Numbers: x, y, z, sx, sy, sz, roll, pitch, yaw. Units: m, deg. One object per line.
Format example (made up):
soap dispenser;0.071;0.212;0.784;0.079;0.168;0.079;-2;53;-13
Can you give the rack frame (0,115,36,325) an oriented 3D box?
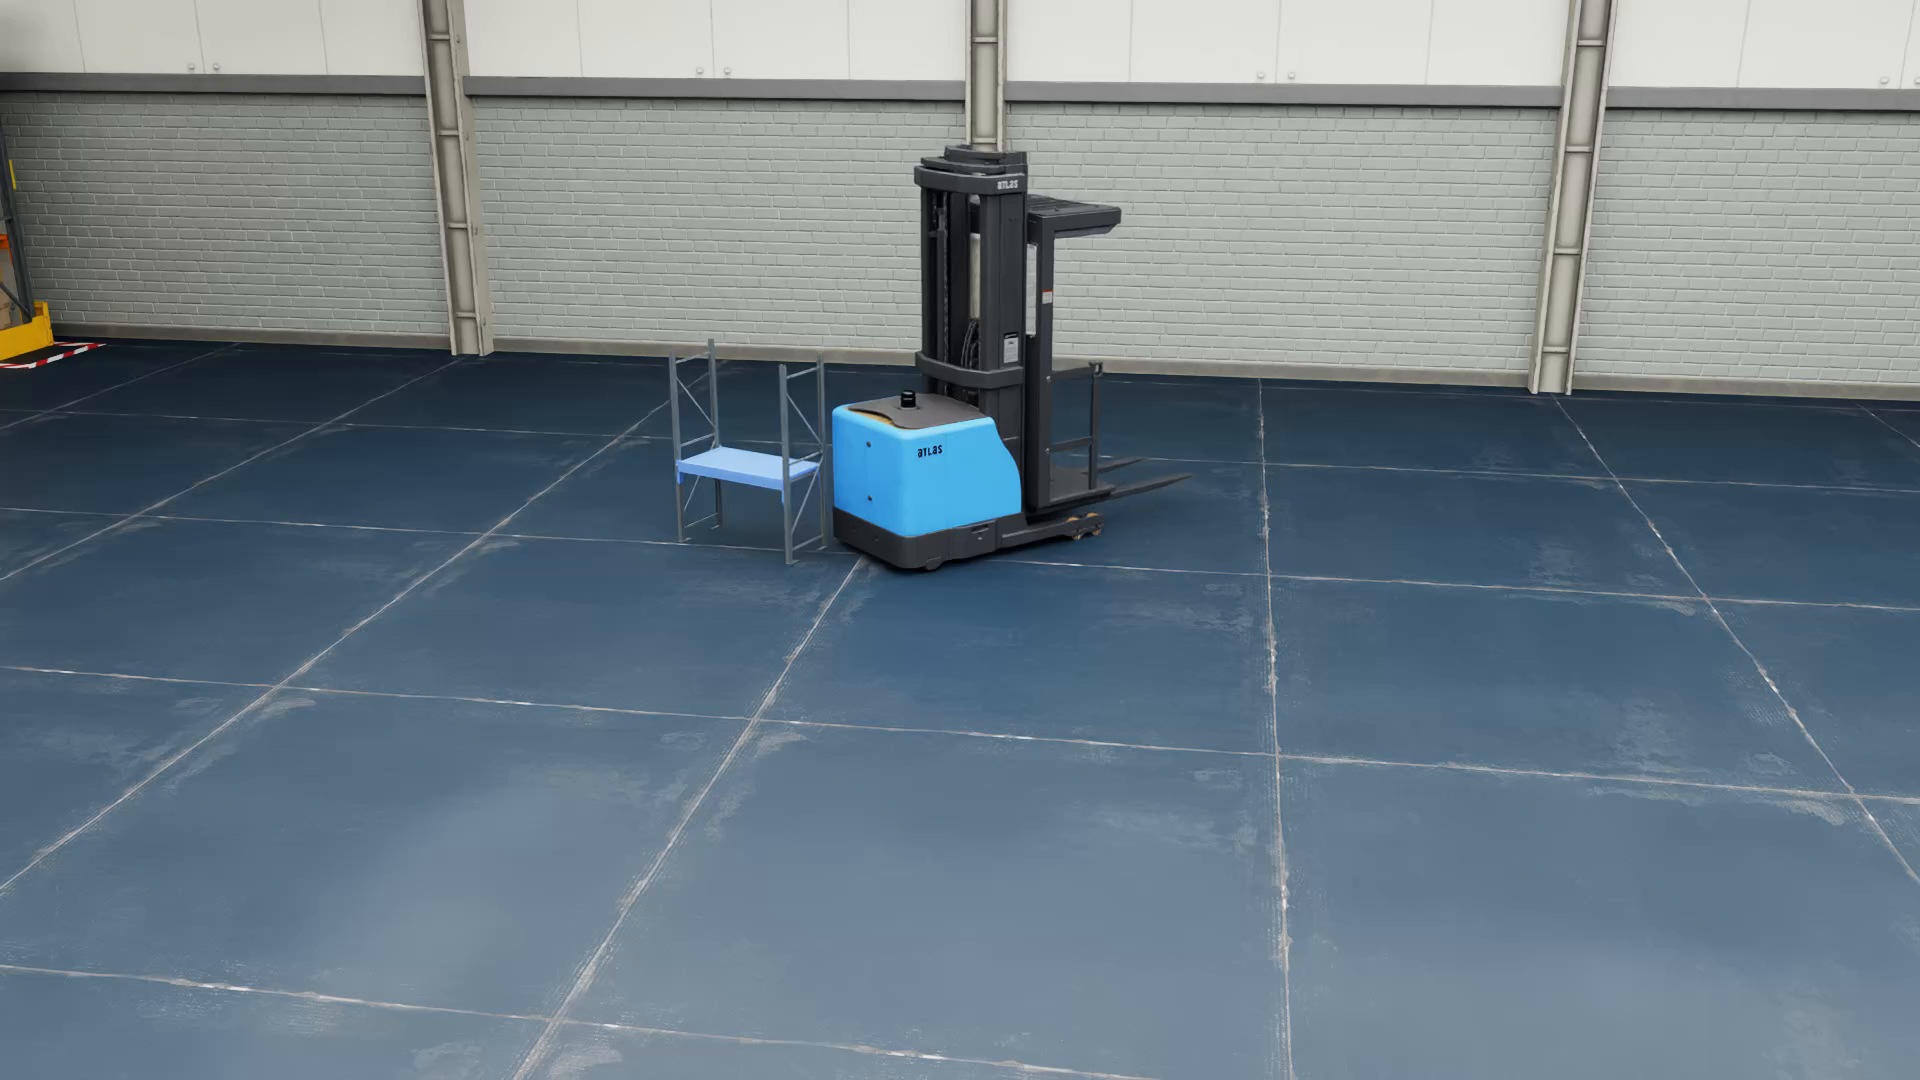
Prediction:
rack frame;-11.029;-3.583;18.783;0.127;3.000;1.000;3;19;9

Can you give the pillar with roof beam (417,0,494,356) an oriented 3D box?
pillar with roof beam;-6.332;-5.094;13.847;0.400;9.000;9.100;3;19;9

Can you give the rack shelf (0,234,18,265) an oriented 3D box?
rack shelf;-13.004;-3.342;19.198;4.000;0.370;1.077;3;19;9

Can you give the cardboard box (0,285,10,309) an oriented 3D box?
cardboard box;-11.460;-2.804;19.339;0.500;0.250;0.500;3;19;10

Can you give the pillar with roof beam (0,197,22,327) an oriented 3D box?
pillar with roof beam;-12.257;-5.396;14.749;0.400;9.000;9.100;3;19;9

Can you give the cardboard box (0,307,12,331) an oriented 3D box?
cardboard box;-11.483;-2.564;19.410;0.500;0.250;0.500;3;19;9

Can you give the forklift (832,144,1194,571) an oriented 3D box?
forklift;0.518;-1.521;12.728;3.031;2.935;1.130;-13;23;-34

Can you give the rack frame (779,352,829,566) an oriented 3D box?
rack frame;-1.141;-0.593;12.210;0.032;1.500;0.500;11;21;29

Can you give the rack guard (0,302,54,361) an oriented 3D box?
rack guard;-11.005;-2.396;19.176;0.348;0.500;1.175;3;19;9

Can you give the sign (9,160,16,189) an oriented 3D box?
sign;-10.935;-4.204;19.152;0.005;0.325;0.100;3;19;9

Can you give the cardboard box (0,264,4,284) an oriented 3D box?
cardboard box;-11.474;-3.035;19.244;0.500;0.250;0.500;3;19;8

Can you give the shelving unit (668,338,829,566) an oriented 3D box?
shelving unit;-1.577;-0.676;12.458;1.048;1.500;0.538;11;21;29

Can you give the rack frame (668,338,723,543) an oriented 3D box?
rack frame;-2.013;-0.758;12.706;0.032;1.500;0.500;11;21;29

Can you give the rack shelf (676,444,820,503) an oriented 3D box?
rack shelf;-1.577;-0.505;12.515;1.000;0.185;0.538;11;21;29

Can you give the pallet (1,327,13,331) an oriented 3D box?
pallet;-11.791;-2.286;19.301;1.213;0.211;1.003;3;19;9

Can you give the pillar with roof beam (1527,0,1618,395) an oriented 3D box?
pillar with roof beam;5.516;-4.490;12.042;0.400;9.000;9.100;3;19;9

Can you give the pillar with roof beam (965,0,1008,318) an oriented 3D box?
pillar with roof beam;-0.408;-4.792;12.944;0.400;9.000;9.100;3;19;9
